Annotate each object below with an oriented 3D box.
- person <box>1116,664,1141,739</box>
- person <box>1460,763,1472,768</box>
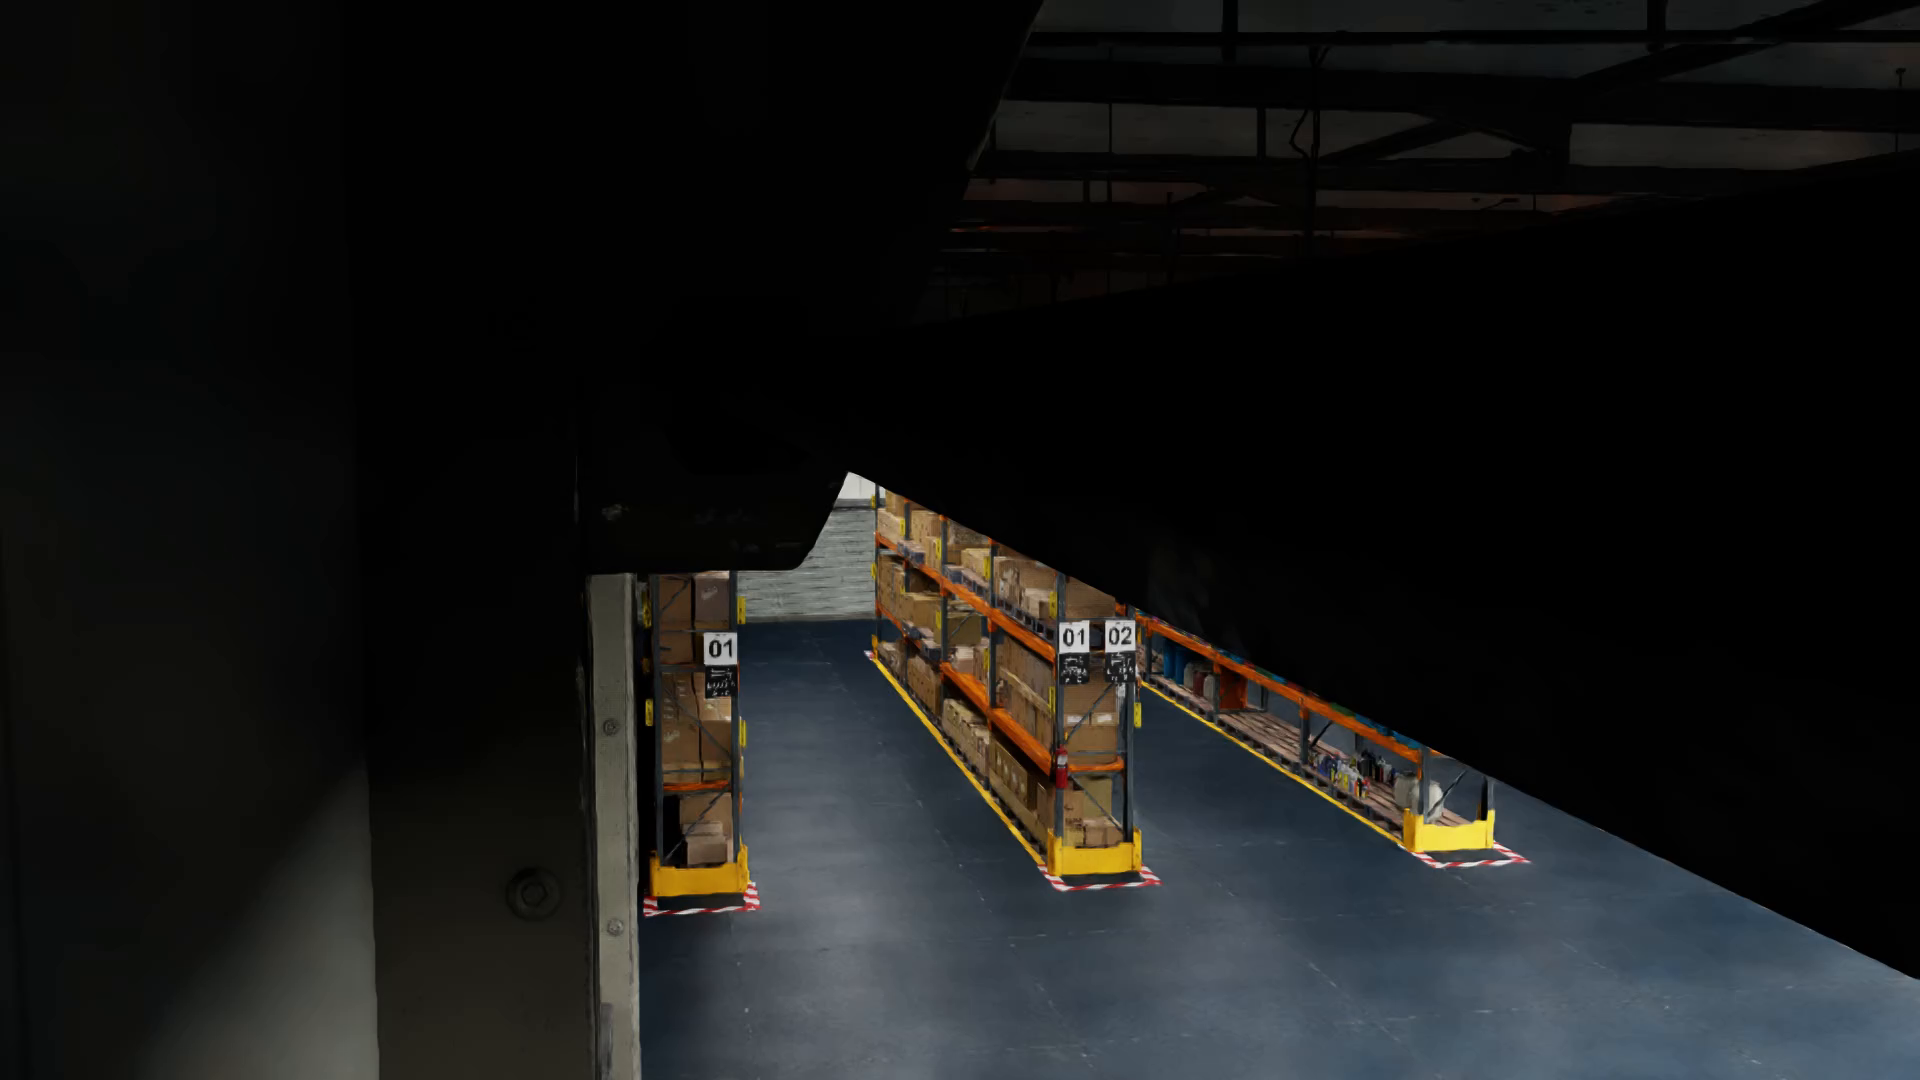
[{"bbox_3d":[2.782,2.639,28.270,0.625,1.611,0.575,-1,6,-14],"label":"person"},{"bbox_3d":[8.237,2.792,25.995,0.528,1.727,1.030,-2,6,-19],"label":"person"}]
